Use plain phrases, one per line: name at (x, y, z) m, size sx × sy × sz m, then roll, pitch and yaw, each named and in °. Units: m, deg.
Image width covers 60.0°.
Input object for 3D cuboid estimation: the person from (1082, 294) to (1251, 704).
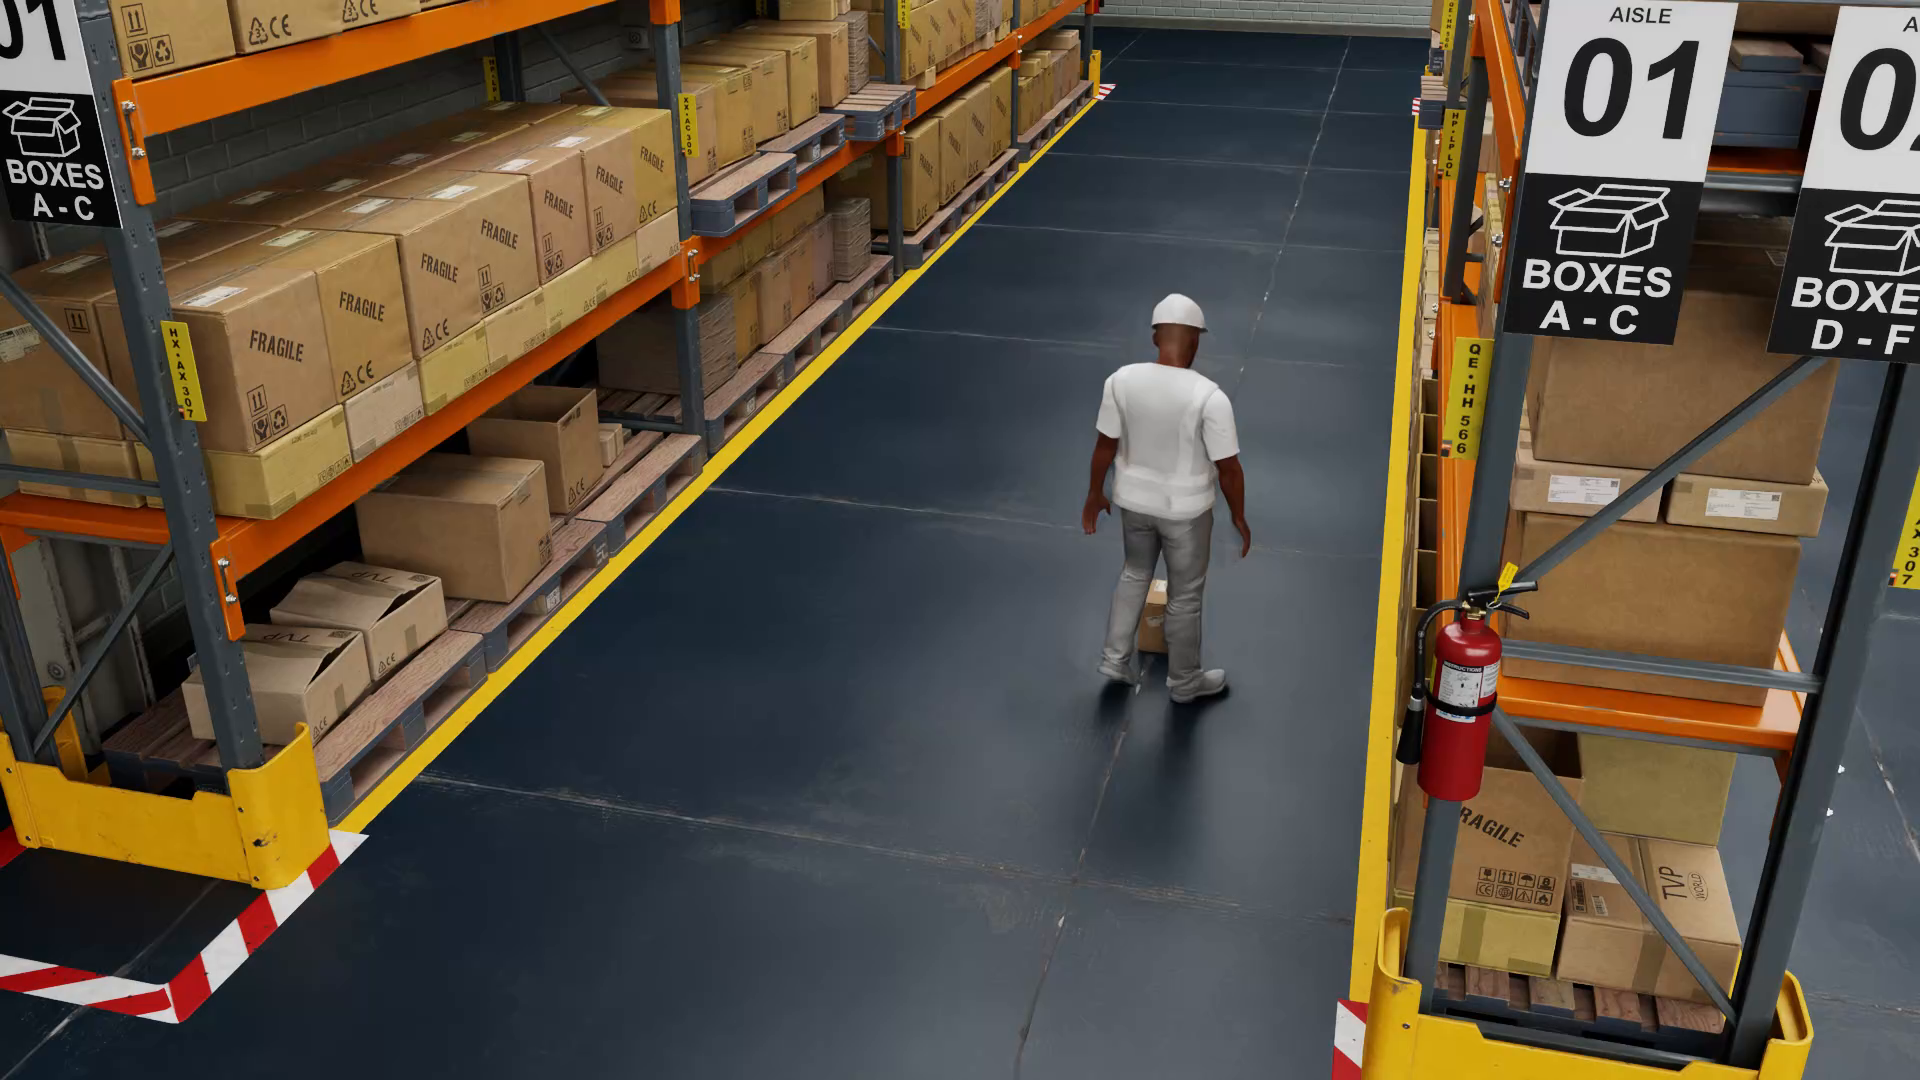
person at (0.876, -0.142, 6.857) m, size 0.695 × 1.779 × 0.446 m, roll 15°, pitch 29°, yaw 29°
